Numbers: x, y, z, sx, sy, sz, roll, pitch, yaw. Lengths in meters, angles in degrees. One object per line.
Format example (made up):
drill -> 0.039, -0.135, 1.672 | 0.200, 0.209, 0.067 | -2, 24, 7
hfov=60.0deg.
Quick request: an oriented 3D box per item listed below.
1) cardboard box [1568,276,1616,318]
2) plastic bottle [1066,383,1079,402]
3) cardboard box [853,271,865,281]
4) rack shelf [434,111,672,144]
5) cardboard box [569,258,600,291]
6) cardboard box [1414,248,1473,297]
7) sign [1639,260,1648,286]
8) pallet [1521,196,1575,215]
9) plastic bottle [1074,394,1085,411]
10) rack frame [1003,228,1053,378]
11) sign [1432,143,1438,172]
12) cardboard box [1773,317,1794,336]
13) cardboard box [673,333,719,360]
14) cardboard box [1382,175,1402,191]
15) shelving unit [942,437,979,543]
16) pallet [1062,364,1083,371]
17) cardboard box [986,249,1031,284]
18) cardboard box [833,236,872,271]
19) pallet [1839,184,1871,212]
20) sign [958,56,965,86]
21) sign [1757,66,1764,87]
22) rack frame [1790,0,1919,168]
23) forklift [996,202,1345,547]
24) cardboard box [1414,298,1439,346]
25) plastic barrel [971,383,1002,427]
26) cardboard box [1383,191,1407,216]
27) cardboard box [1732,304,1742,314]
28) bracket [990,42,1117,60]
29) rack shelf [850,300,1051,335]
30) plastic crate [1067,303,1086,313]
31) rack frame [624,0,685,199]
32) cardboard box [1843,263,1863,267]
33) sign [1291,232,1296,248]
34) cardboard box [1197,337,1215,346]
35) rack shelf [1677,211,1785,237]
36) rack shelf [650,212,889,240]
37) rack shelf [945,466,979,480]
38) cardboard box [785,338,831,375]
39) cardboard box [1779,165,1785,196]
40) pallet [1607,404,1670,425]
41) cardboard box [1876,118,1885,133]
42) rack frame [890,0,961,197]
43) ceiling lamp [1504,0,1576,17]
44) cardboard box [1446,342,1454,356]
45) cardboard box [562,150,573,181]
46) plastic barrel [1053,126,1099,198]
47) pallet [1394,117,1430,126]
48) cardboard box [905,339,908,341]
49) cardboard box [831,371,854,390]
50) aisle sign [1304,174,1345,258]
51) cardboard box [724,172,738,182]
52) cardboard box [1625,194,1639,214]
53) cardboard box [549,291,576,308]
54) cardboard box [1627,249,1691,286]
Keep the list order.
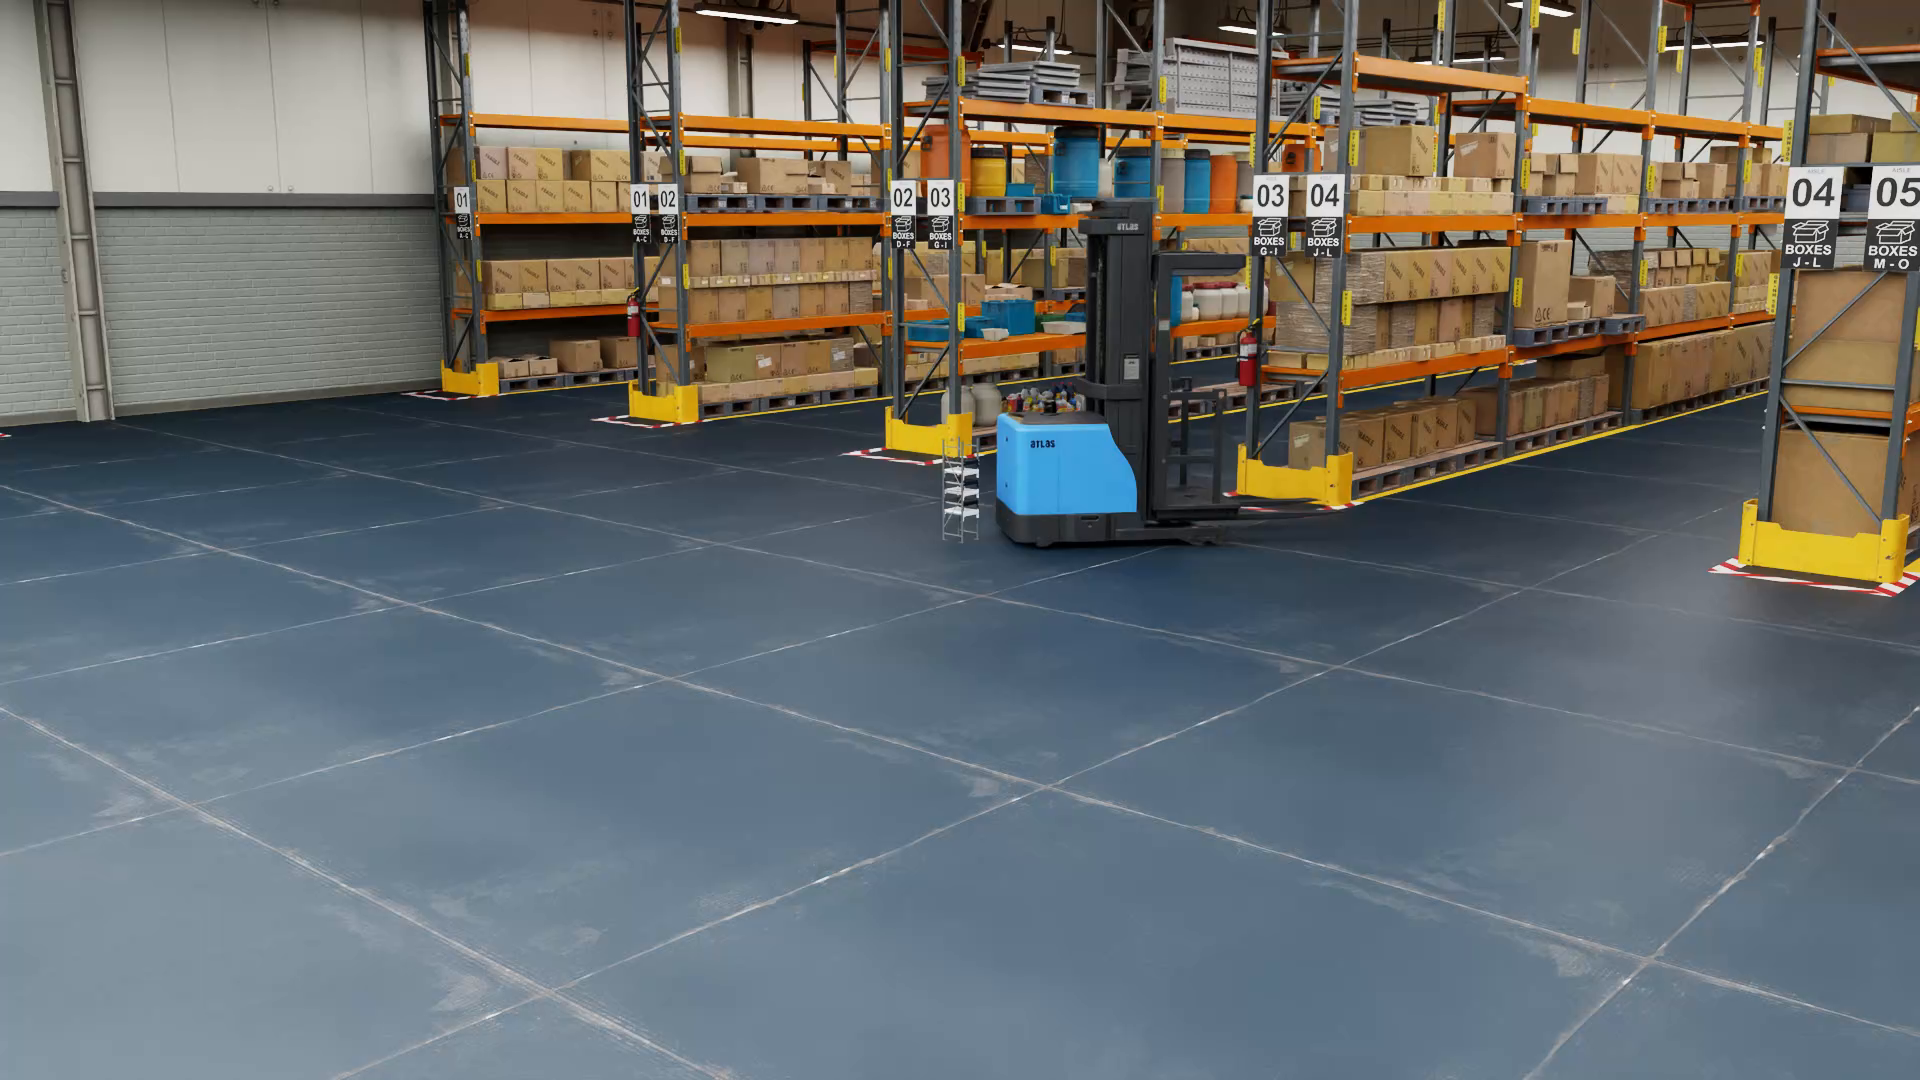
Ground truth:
cardboard box -> 7.984, -3.140, 21.446 | 0.500, 0.500, 0.700 | -9, 15, -39
plastic bottle -> 1.507, -1.949, 22.453 | 0.144, 0.351, 0.185 | 10, 15, 40
cardboard box -> -1.658, -4.021, 25.272 | 0.380, 0.149, 0.250 | 9, 15, 39
rack shelf -> -6.519, -6.691, 27.079 | 1.077, 0.370, 4.000 | 10, 15, 40
cardboard box -> -6.287, -4.368, 27.341 | 0.500, 0.500, 0.500 | 10, 15, 42
cardboard box -> 5.214, -2.912, 18.066 | 0.500, 0.500, 0.500 | 10, 15, 40
sign -> 9.018, -3.525, 21.946 | 0.100, 0.325, 0.005 | 10, 15, 40
pallet -> 6.451, -3.932, 19.560 | 1.213, 0.211, 1.003 | 10, 15, 40
plastic bottle -> 1.585, -1.765, 21.722 | 0.152, 0.276, 0.135 | 10, 15, 41
rack frame -> 1.165, -4.346, 28.812 | 1.000, 3.000, 0.127 | 10, 15, 40
sign -> 5.545, -4.465, 19.423 | 0.100, 0.325, 0.005 | 10, 15, 40
cardboard box -> 13.523, -3.301, 27.933 | 0.875, 0.875, 0.875 | 10, 15, 40
cardboard box -> -4.725, -3.498, 29.824 | 0.700, 0.500, 0.500 | 10, 15, 42
cardboard box -> 4.230, -3.601, 16.787 | 0.380, 0.149, 0.250 | 11, 15, 43
shelving unit -> 0.005, -0.442, 14.629 | 0.258, 0.900, 0.210 | 10, 15, 40
pallet -> 2.492, -3.262, 30.505 | 1.003, 0.211, 1.213 | 10, 15, 40
cardboard box -> 0.939, -5.906, 35.856 | 0.980, 0.700, 0.700 | 9, 15, 39
cardboard box -> -1.763, -4.377, 25.397 | 0.700, 0.500, 0.500 | 10, 15, 41
pallet -> 7.464, -2.769, 13.486 | 1.003, 0.211, 1.213 | 10, 15, 40
sign -> 0.013, -5.296, 18.783 | 0.100, 0.325, 0.005 | 10, 15, 40
sign -> 13.472, -7.792, 27.959 | 0.100, 0.325, 0.005 | 10, 15, 40
rack frame -> 6.983, -4.173, 12.631 | 1.000, 3.000, 0.127 | 10, 15, 40
forklift -> 1.888, -1.489, 14.682 | 3.031, 2.935, 1.130 | -2, 11, -9
cardboard box -> 4.648, -2.389, 17.999 | 0.875, 0.500, 0.500 | 10, 15, 40
plastic barrel -> 0.311, -1.694, 20.816 | 0.421, 0.512, 0.421 | 0, 11, 0
cardboard box -> 4.171, -3.399, 16.796 | 0.500, 0.250, 0.500 | 9, 15, 39
cardboard box -> 11.690, -3.530, 25.370 | 0.380, 0.149, 0.250 | 10, 15, 40
bracket -> 2.136, -10.890, 37.071 | 0.076, 0.066, 4.783 | 10, 15, 40
rack shelf -> -0.155, -3.699, 27.409 | 1.077, 0.370, 4.000 | 10, 15, 40
plastic crate -> 1.802, -3.025, 22.359 | 0.767, 0.338, 0.504 | 10, 15, 40
rack frame -> -4.115, -6.111, 22.331 | 1.000, 3.000, 0.127 | 10, 15, 40
cardboard box -> 8.274, -2.137, 14.610 | 0.875, 0.550, 0.500 | 10, 15, 40
sign -> 6.850, -6.171, 34.186 | 0.100, 0.325, 0.005 | 10, 15, 40
cardboard box -> 4.809, -3.923, 32.805 | 0.380, 0.166, 0.250 | 10, 15, 40
rack shelf -> 12.565, -5.066, 26.593 | 1.077, 0.370, 4.000 | 10, 15, 40
rack shelf -> -2.795, -4.581, 24.169 | 1.077, 0.370, 4.000 | 10, 15, 40
rack shelf -> 0.005, -0.586, 14.600 | 0.258, 0.077, 0.200 | 10, 15, 40
cardboard box -> -2.283, -2.740, 24.805 | 0.500, 0.500, 0.500 | 10, 15, 40
cardboard box -> 12.815, -5.784, 26.768 | 0.700, 0.500, 0.500 | 9, 14, 37
pallet -> 9.181, -1.803, 23.201 | 1.003, 0.211, 1.213 | 10, 15, 40
cardboard box -> 7.455, -3.431, 13.851 | 0.380, 0.149, 0.250 | 10, 15, 41
rack frame -> -0.397, -5.470, 19.122 | 1.000, 3.000, 0.127 | 10, 15, 40
ceiling lamp -> 9.076, -9.613, 24.963 | 0.800, 3.185, 2.000 | 10, 15, 40
cardboard box -> 5.180, -2.106, 18.237 | 0.380, 0.149, 0.250 | 10, 15, 40
cardboard box -> -6.719, -6.151, 27.329 | 0.500, 0.500, 0.500 | 10, 15, 40
plastic barrel -> 1.506, -4.907, 21.608 | 0.600, 0.901, 0.708 | 10, 15, 40
pallet -> 7.001, -6.821, 27.390 | 1.003, 0.211, 1.213 | 10, 15, 40
cardboard box -> -0.753, -3.137, 27.276 | 0.500, 0.311, 0.500 | 10, 15, 40
cardboard box -> -1.954, -2.446, 25.248 | 0.500, 0.250, 0.500 | 10, 15, 40
aisle sign -> 3.508, -3.114, 16.009 | 0.394, 0.787, 0.004 | 10, 15, 40
cardboard box -> -3.186, -5.156, 24.007 | 0.500, 0.311, 0.500 | -10, 15, -41
cardboard box -> 8.475, -4.360, 21.608 | 0.500, 0.250, 0.500 | 10, 15, 40
cardboard box -> -6.606, -3.928, 27.052 | 0.500, 0.250, 0.500 | 9, 15, 39
cardboard box -> 9.969, -3.906, 23.793 | 0.797, 0.503, 0.637 | 10, 15, 42
